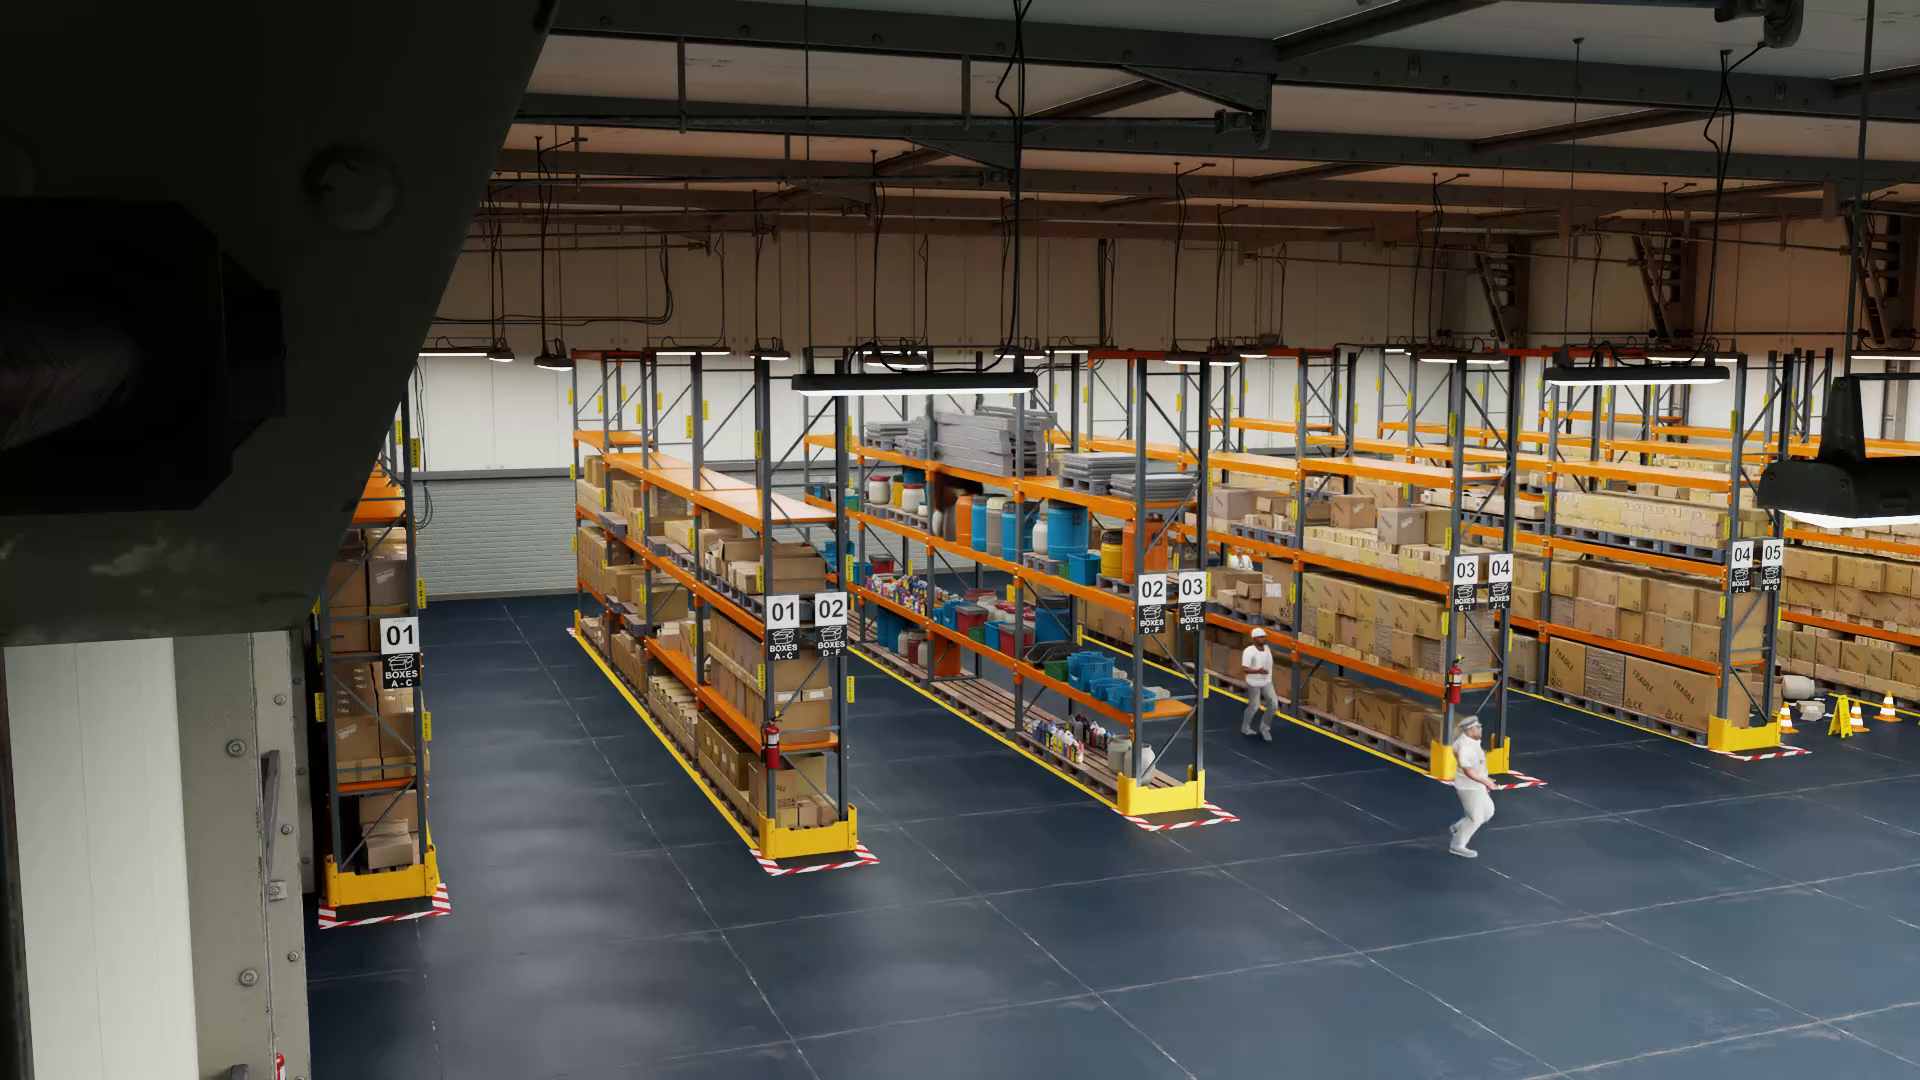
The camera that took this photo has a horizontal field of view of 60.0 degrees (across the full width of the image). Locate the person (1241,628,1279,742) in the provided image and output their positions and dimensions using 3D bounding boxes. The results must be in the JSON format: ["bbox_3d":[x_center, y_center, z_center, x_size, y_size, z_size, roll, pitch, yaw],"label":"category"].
[{"bbox_3d":[4.655,2.255,25.839,0.671,1.806,0.737,-4,8,-29],"label":"person"}]

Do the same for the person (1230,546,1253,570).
[{"bbox_3d":[6.084,1.066,36.255,0.707,1.570,0.683,-2,7,-14],"label":"person"}]

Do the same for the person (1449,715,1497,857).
[{"bbox_3d":[6.233,2.970,20.174,0.527,1.747,0.673,2,7,15],"label":"person"}]
